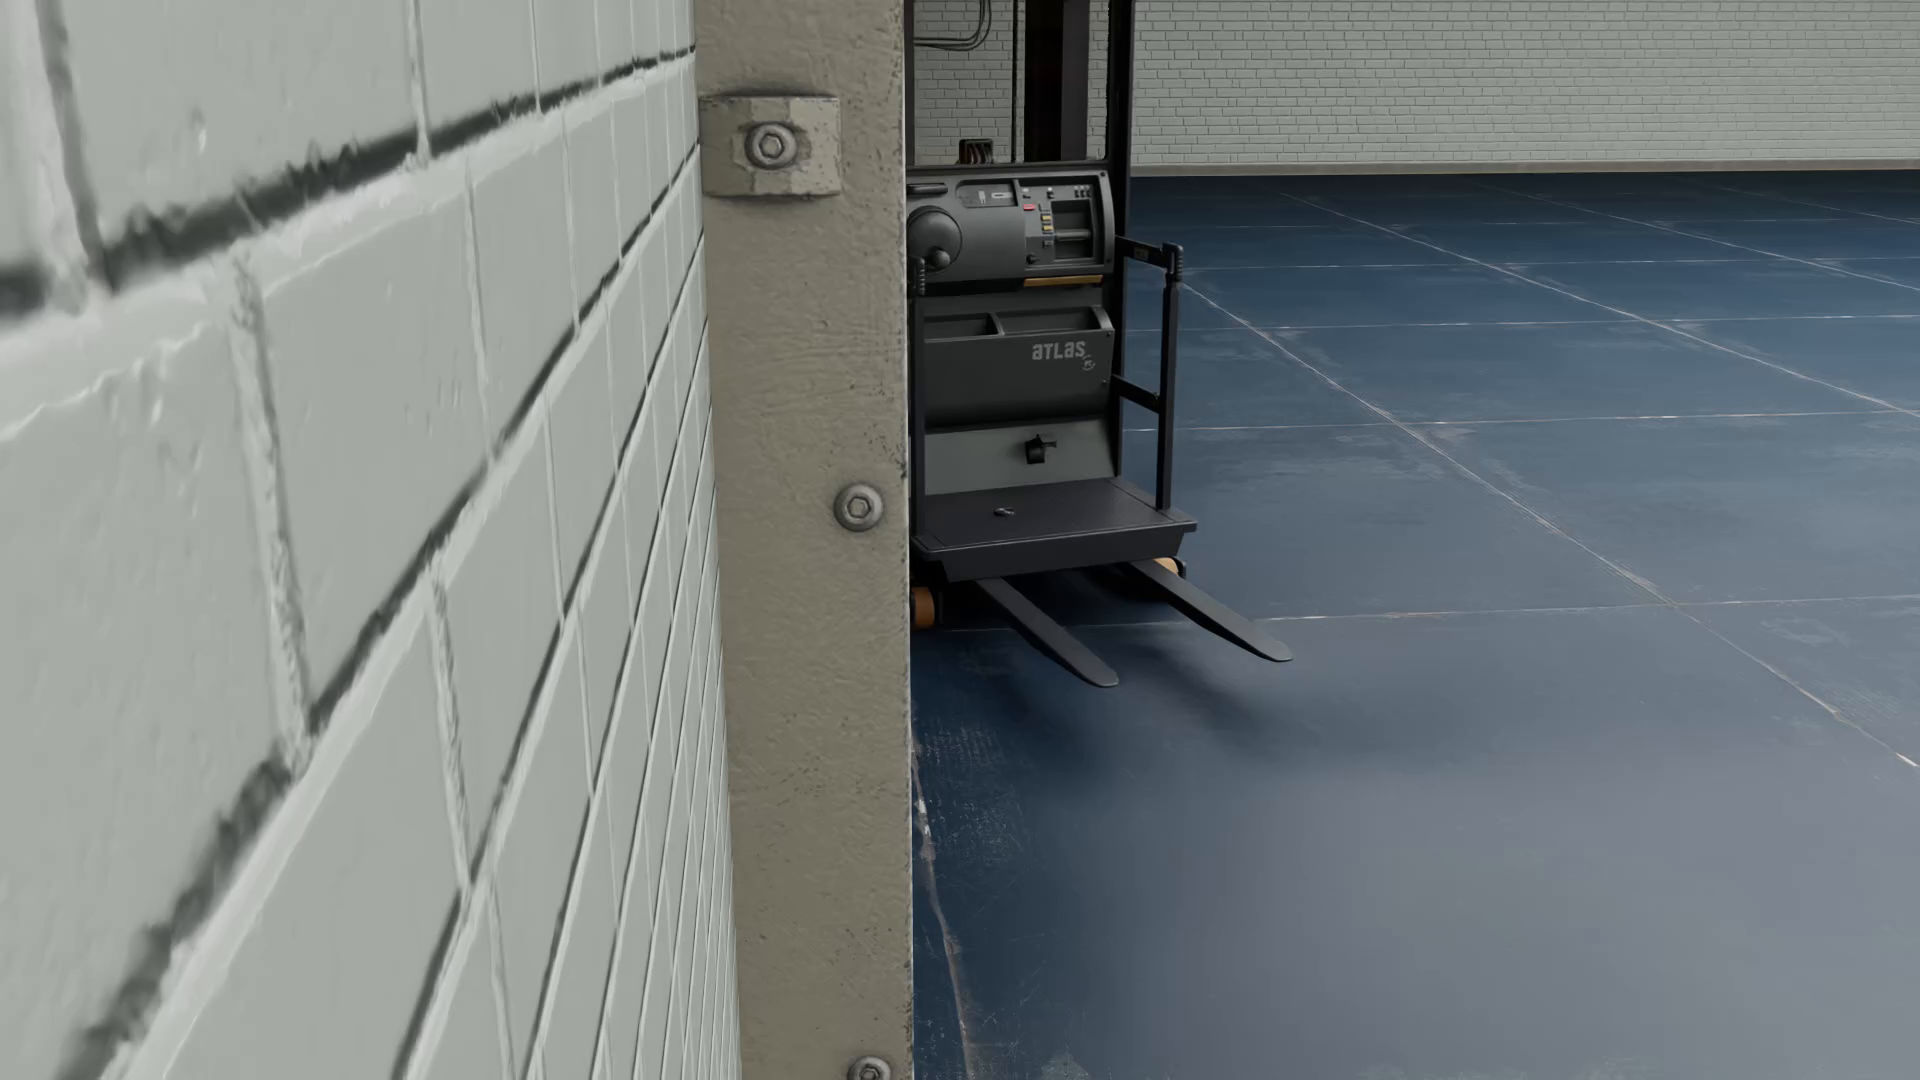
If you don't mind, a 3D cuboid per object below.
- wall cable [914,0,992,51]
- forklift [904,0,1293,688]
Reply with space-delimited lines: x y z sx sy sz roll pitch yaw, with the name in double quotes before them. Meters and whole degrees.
"wall cable" -1.100 -7.849 22.337 3.097 2.526 0.112 -2 18 -6
"forklift" 0.221 -1.203 6.117 1.130 2.935 3.031 -6 18 -19
